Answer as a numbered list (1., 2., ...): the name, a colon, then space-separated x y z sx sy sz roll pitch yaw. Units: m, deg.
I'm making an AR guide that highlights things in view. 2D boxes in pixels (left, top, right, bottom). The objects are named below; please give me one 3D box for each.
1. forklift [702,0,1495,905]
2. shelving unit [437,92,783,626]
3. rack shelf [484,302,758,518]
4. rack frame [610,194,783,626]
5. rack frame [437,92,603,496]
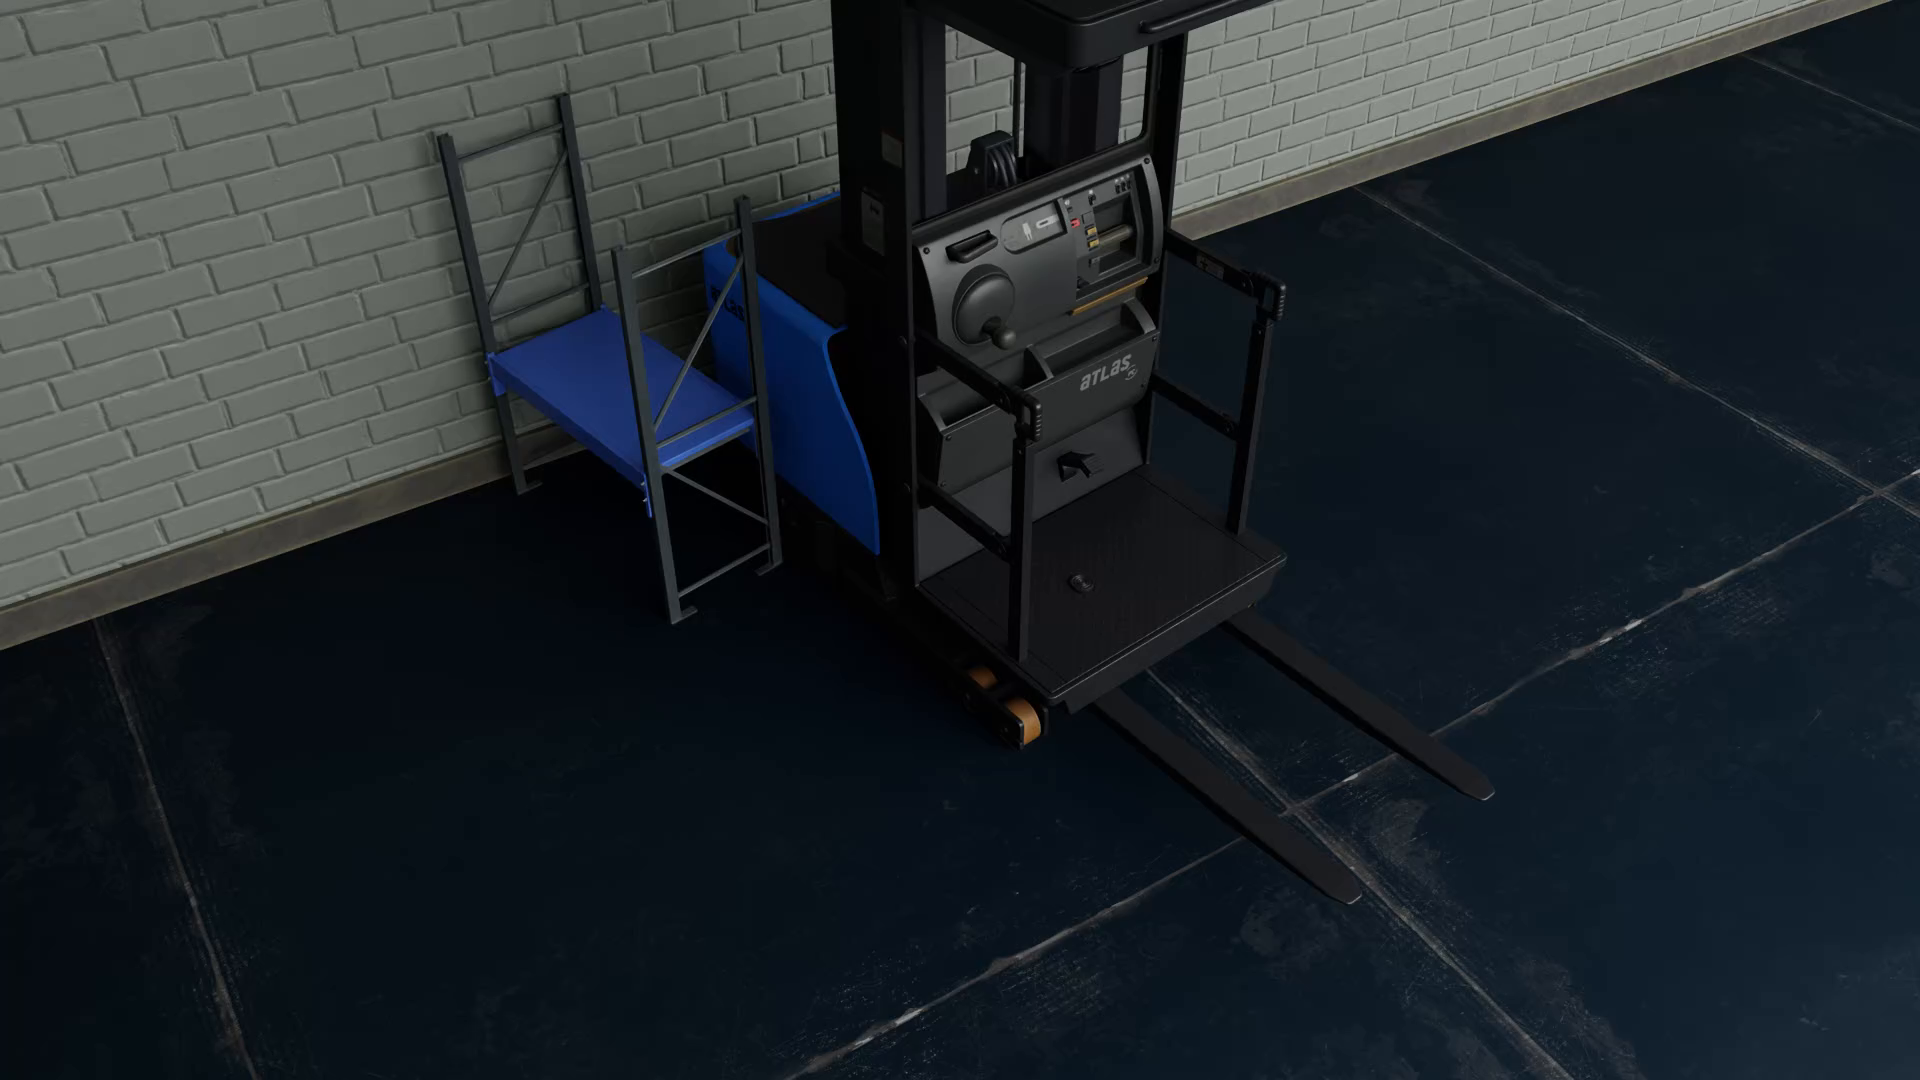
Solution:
1. forklift: 0.396 -0.815 4.938 1.130 2.935 3.031 -28 47 -29
2. shelving unit: -1.196 -0.627 5.831 0.538 1.500 1.048 -31 49 -32
3. rack shelf: -1.196 -0.489 5.946 0.538 0.185 1.000 -31 49 -32
4. rack frame: -0.848 -0.390 5.546 0.500 1.500 0.032 -31 49 -32
5. rack frame: -1.544 -0.864 6.115 0.500 1.500 0.032 -31 49 -32
